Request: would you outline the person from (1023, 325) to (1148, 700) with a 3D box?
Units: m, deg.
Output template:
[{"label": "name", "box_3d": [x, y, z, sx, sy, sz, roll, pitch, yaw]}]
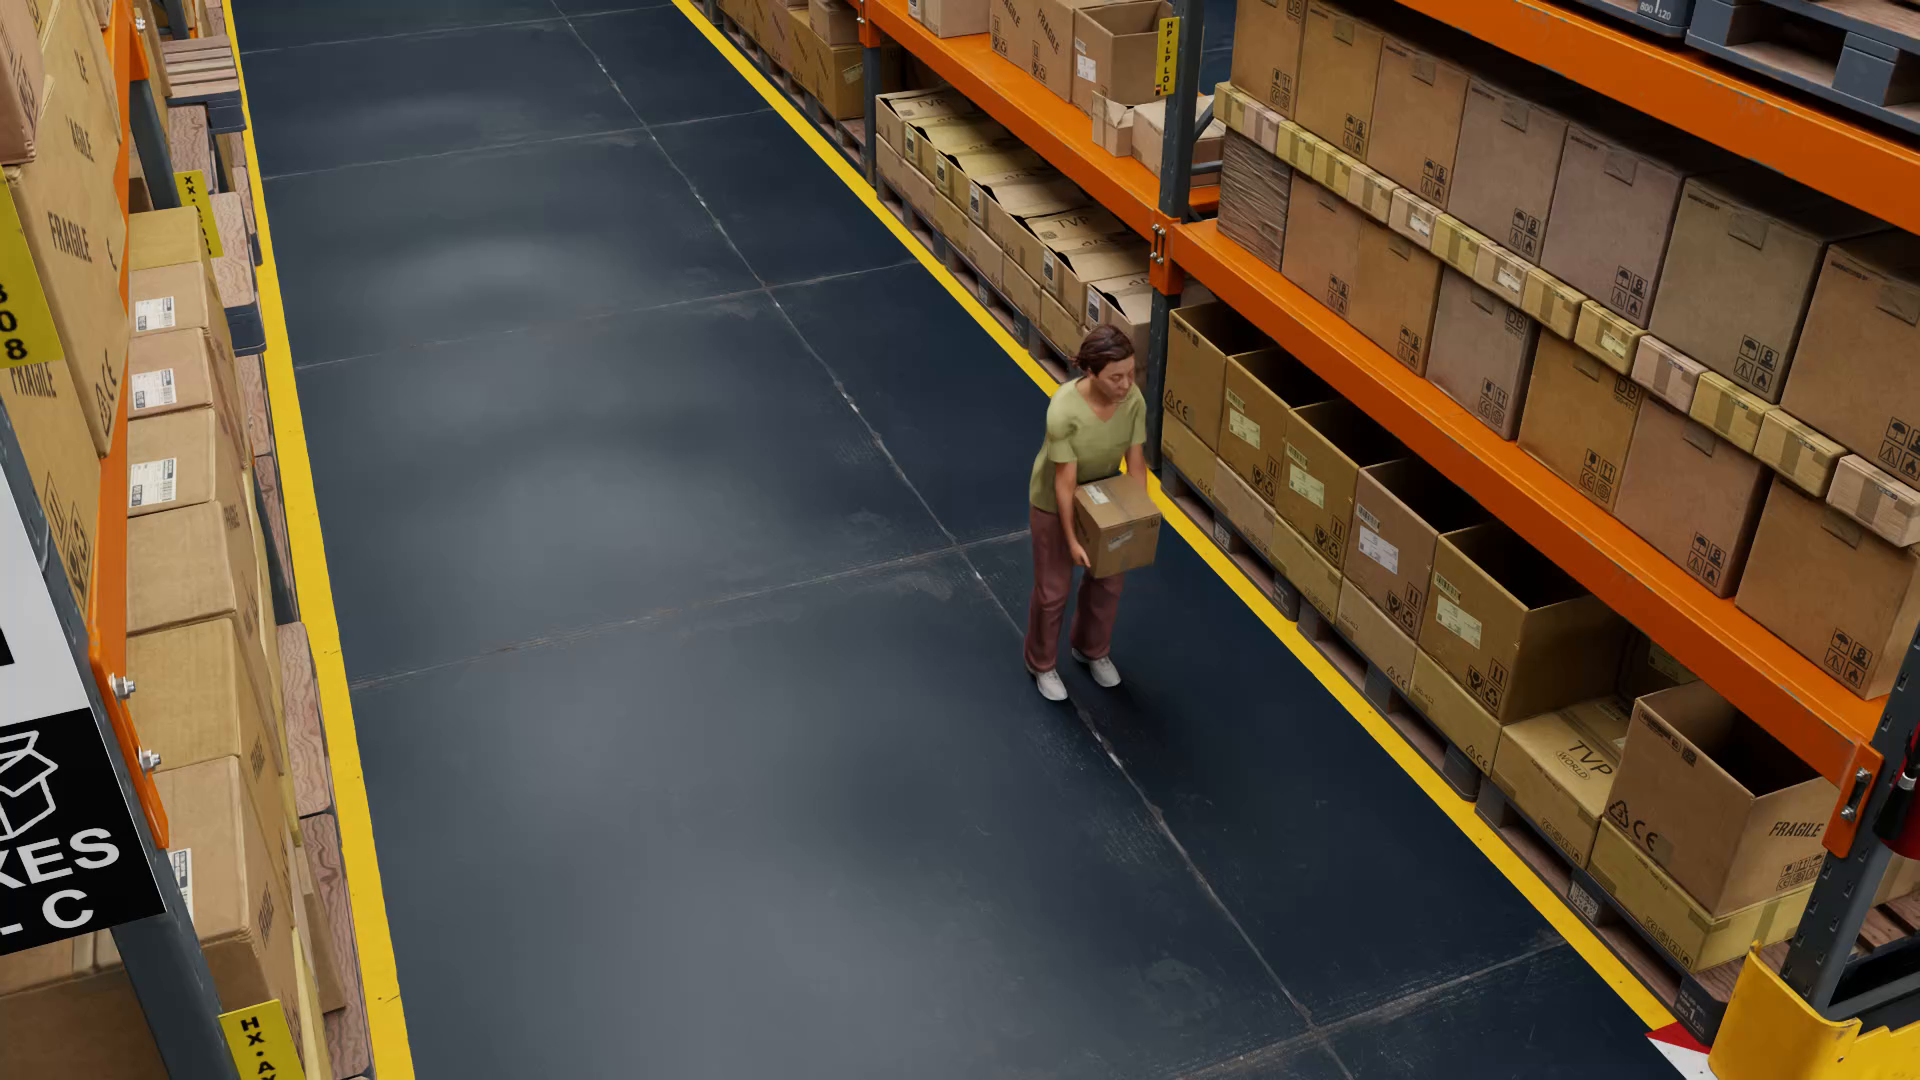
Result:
[{"label": "person", "box_3d": [0.496, -0.087, 6.309, 0.406, 1.641, 0.529, -14, 36, -20]}]
